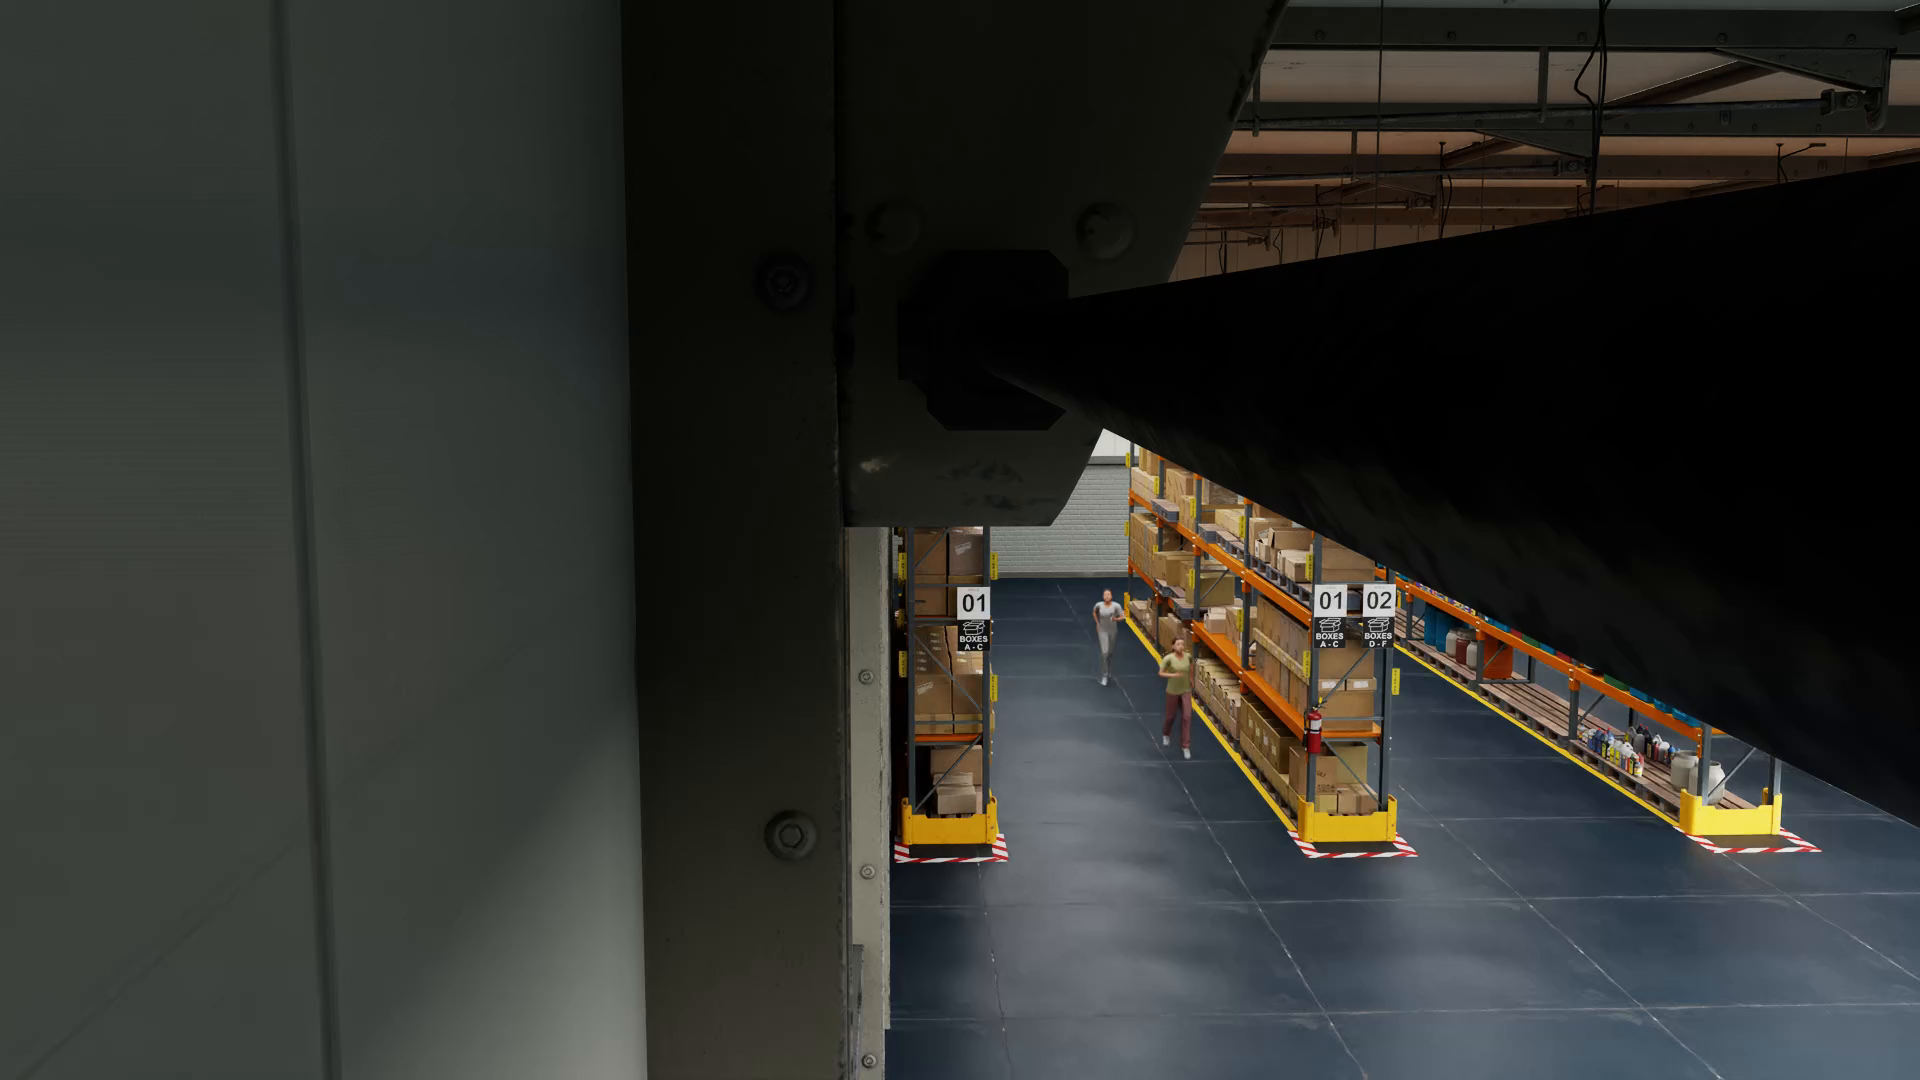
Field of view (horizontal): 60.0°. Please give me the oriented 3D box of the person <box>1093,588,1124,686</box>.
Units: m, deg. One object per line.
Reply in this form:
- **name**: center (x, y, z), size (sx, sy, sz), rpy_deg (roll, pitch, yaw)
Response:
- **person**: center (2.660, 1.705, 29.759), size (0.541, 1.725, 0.793), rpy_deg (0, 7, 0)

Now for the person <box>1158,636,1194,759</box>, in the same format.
- **person**: center (3.095, 2.196, 23.717), size (0.593, 1.697, 0.864), rpy_deg (-1, 7, -10)
